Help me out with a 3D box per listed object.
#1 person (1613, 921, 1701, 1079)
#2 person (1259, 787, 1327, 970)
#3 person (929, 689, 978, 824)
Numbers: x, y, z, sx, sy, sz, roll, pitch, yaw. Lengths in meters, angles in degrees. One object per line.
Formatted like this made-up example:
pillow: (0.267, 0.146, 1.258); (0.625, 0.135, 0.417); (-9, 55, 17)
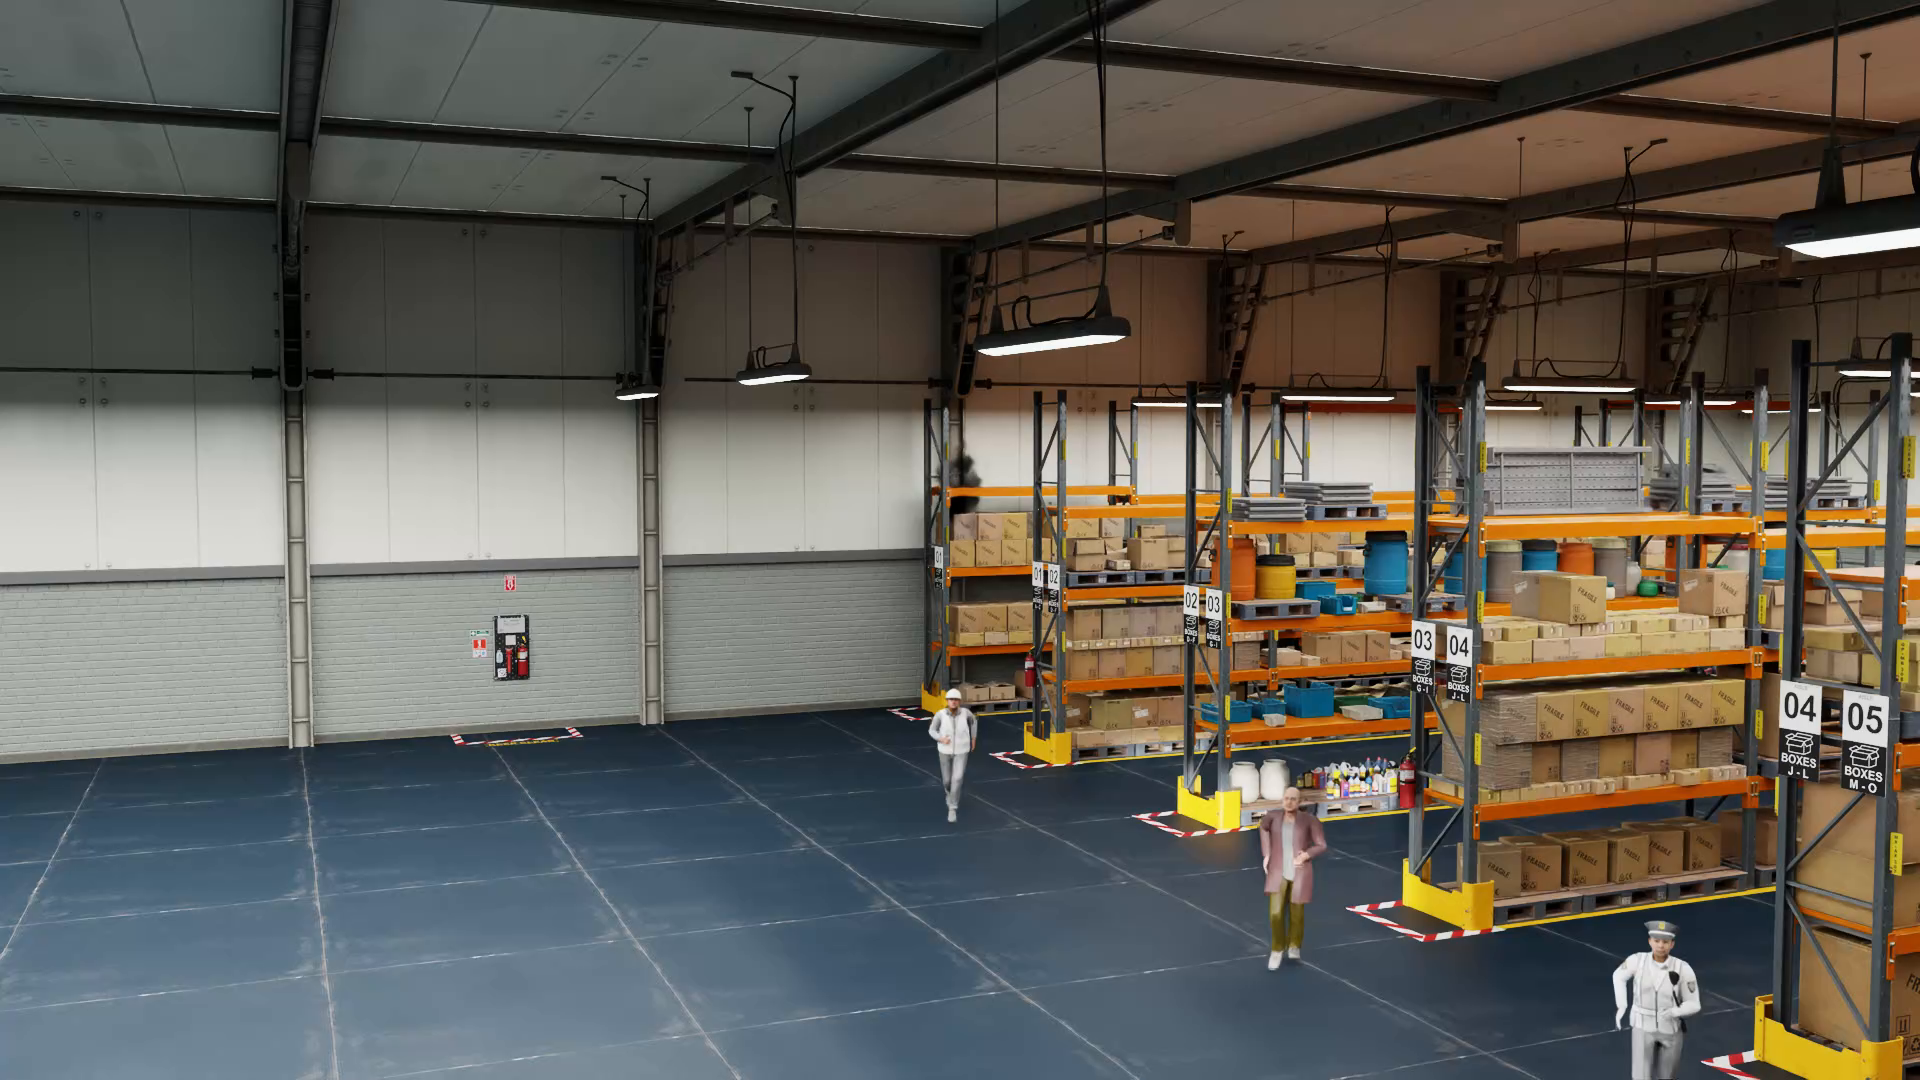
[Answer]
person: (5.082, 3.603, 12.146); (0.588, 1.688, 0.657); (1, 4, 21)
person: (3.253, 3.331, 16.347); (0.694, 1.819, 0.802); (1, 4, 18)
person: (-0.093, 2.927, 22.977); (0.679, 1.781, 1.017); (0, 3, -1)
